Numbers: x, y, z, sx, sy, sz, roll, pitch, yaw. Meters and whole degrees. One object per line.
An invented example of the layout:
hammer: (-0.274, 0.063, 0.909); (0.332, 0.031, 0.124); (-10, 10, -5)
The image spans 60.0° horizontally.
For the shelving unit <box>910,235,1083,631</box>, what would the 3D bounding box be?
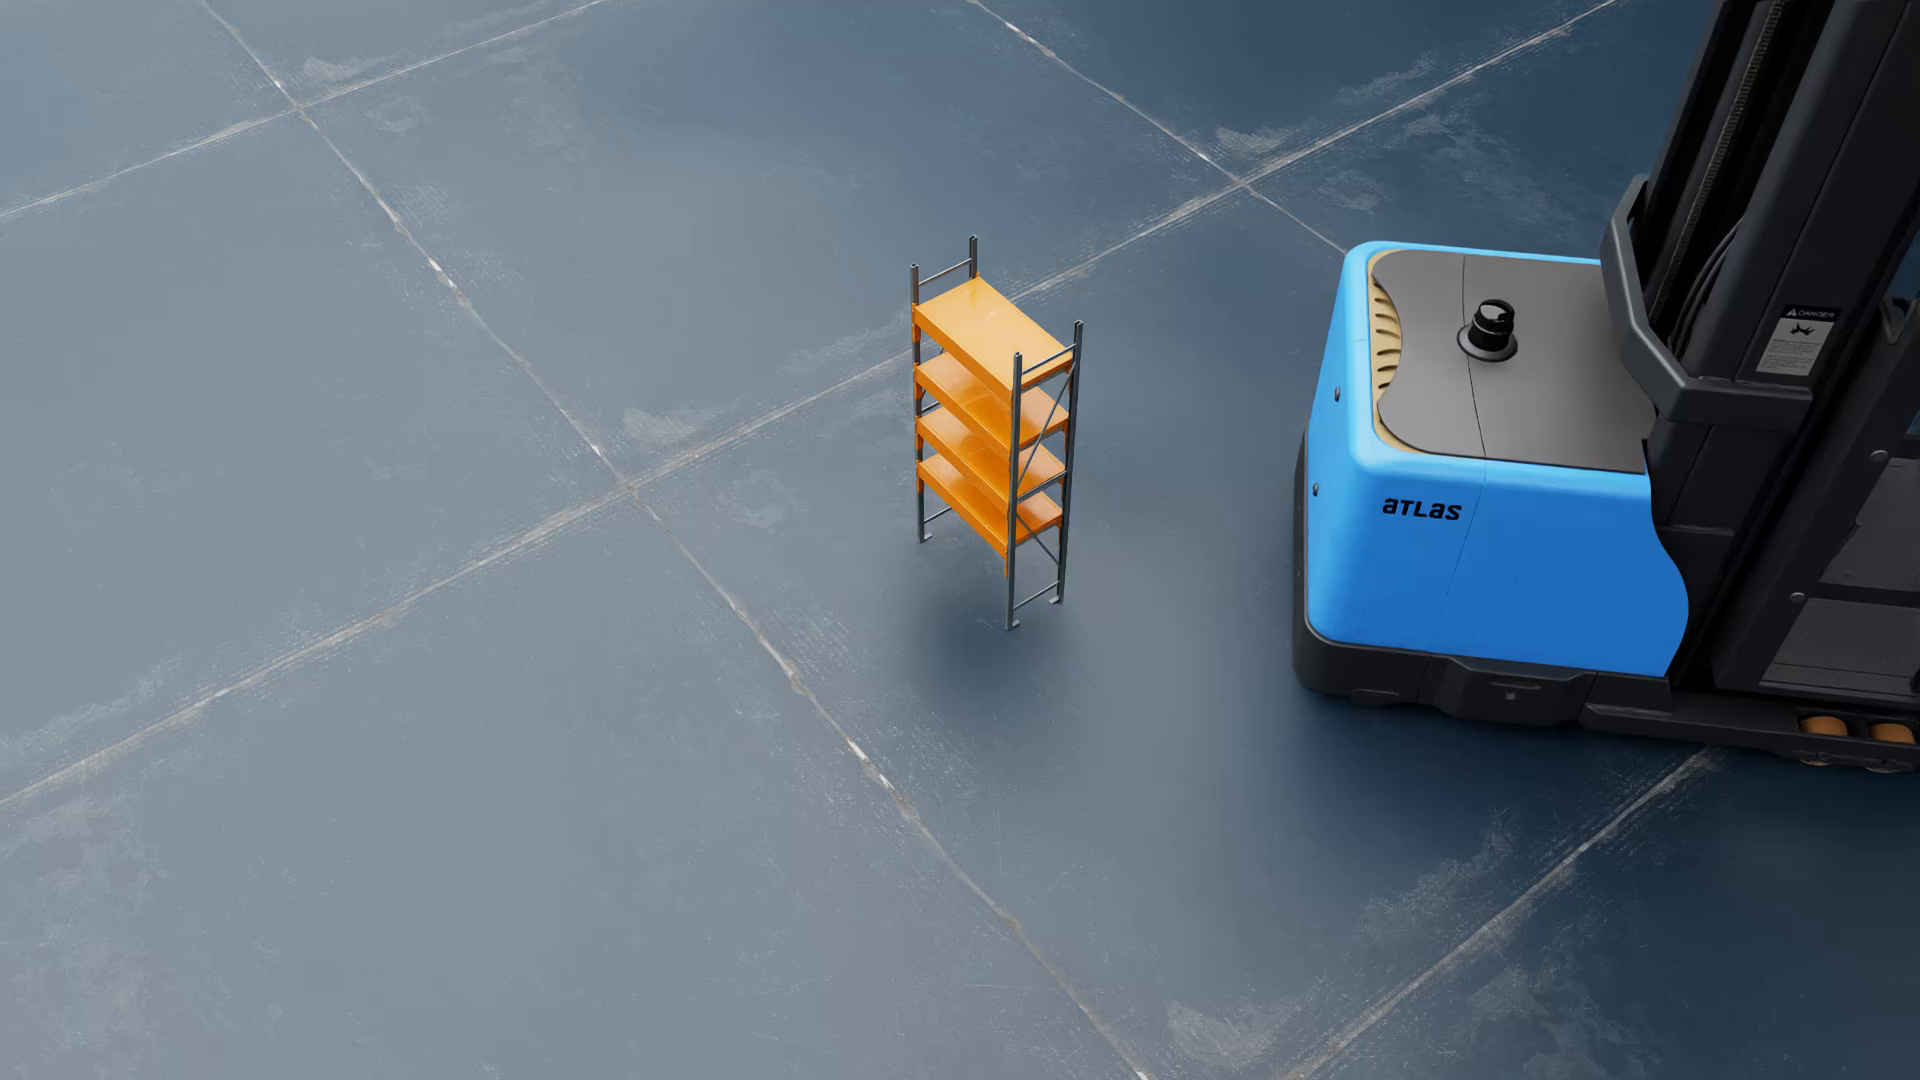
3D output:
shelving unit: (0.100, -0.305, 5.217); (0.258, 1.200, 0.503); (-29, 54, -24)

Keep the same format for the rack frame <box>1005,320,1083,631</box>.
rack frame: (0.248, -0.162, 5.087); (0.240, 1.200, 0.015); (-29, 54, -24)

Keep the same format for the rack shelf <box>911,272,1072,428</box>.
rack shelf: (0.100, -0.569, 4.926); (0.258, 0.148, 0.480); (-29, 54, -24)

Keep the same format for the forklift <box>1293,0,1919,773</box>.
forklift: (2.618, -0.694, 4.401); (3.031, 2.935, 1.130); (6, 48, 5)

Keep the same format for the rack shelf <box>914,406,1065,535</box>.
rack shelf: (0.100, -0.260, 5.267); (0.258, 0.148, 0.480); (-29, 54, -24)

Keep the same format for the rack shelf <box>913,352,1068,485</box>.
rack shelf: (0.100, -0.410, 5.101); (0.258, 0.148, 0.480); (-29, 54, -24)

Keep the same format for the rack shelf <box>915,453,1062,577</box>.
rack shelf: (0.100, -0.127, 5.414); (0.258, 0.148, 0.480); (-29, 54, -24)

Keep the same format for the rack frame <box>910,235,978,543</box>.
rack frame: (-0.047, -0.449, 5.347); (0.240, 1.200, 0.015); (-29, 54, -24)
